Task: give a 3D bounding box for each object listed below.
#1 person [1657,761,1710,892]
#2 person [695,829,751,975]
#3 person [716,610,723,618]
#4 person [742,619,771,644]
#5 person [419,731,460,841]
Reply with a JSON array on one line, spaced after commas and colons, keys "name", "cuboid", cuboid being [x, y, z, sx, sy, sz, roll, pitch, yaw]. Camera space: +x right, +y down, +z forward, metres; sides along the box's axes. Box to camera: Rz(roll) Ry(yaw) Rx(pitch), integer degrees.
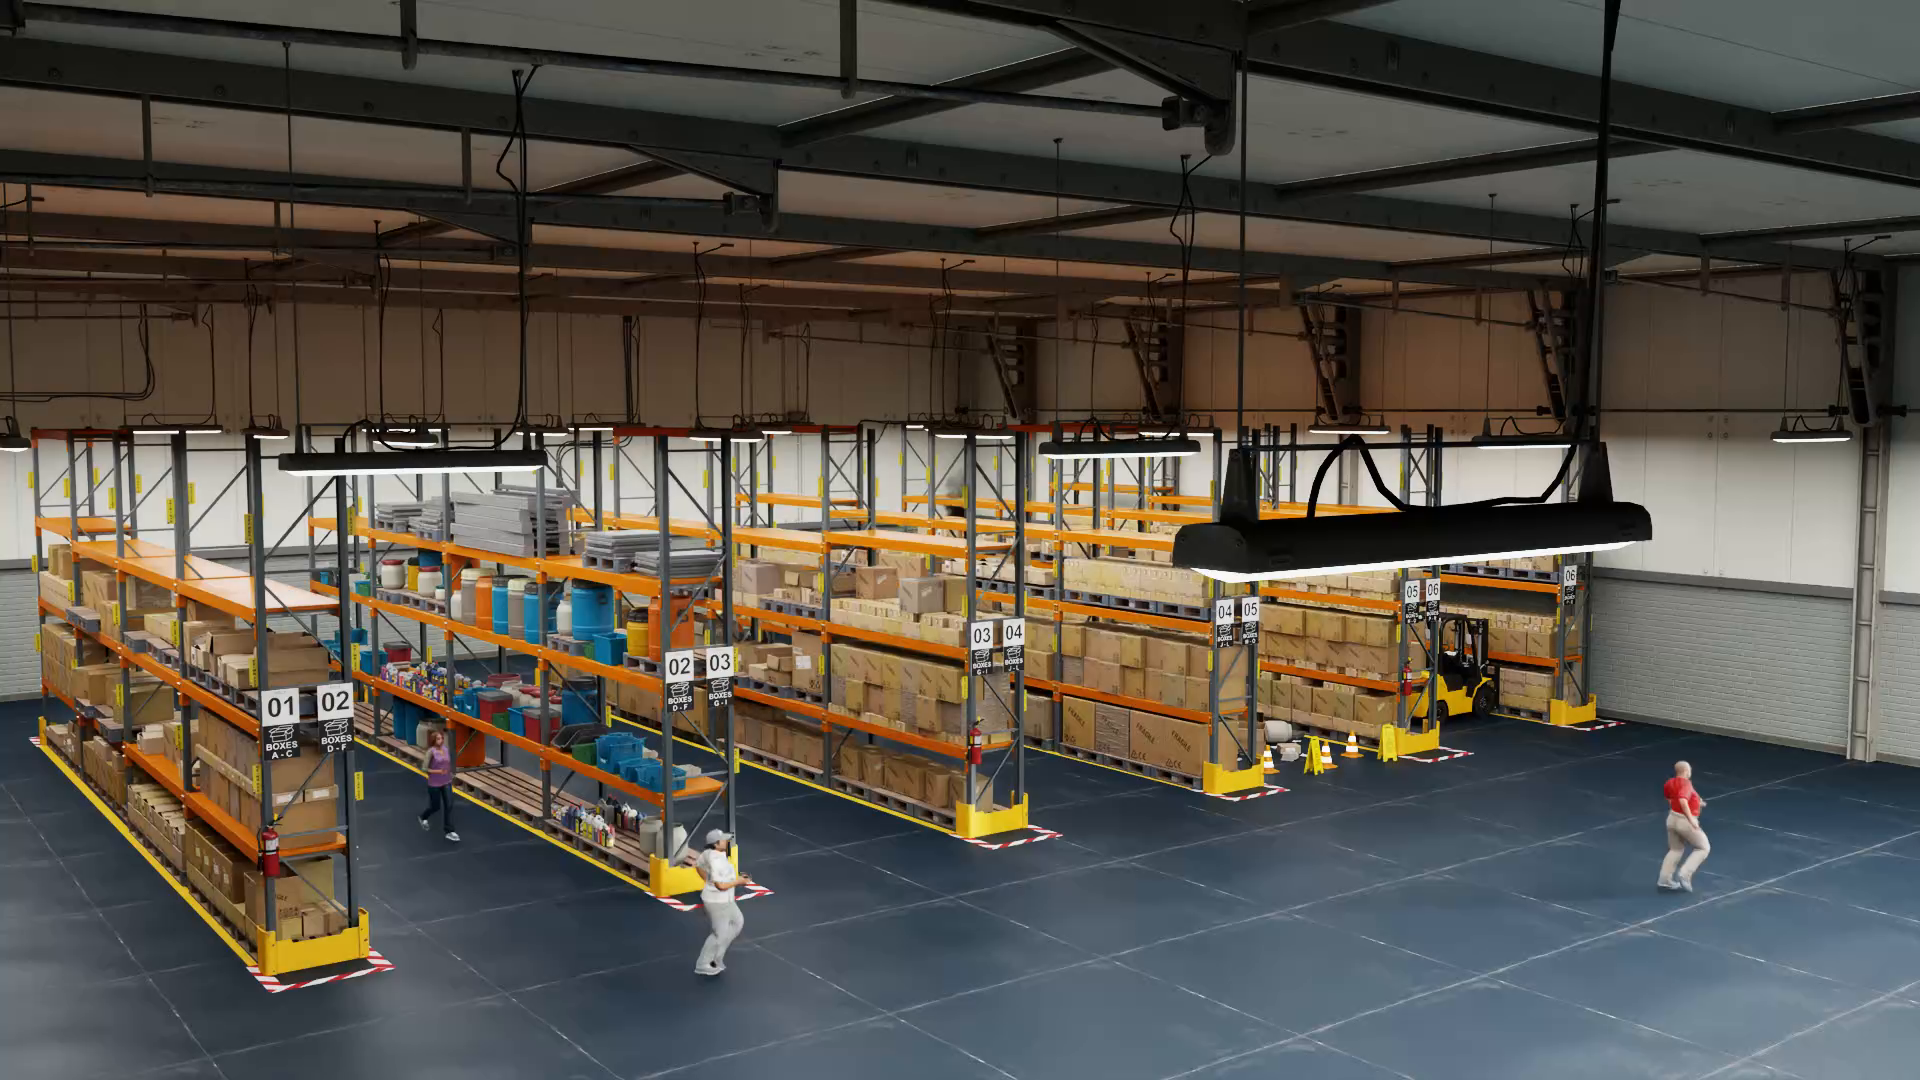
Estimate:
[{"name": "person", "cuboid": [9.552, 3.762, 21.878, 0.675, 1.720, 0.641, -1, 5, -17]}, {"name": "person", "cuboid": [-2.663, 4.051, 18.606, 0.632, 1.668, 0.589, -1, 5, -12]}, {"name": "person", "cuboid": [-6.094, 2.284, 41.000, 0.646, 1.630, 0.856, 4, 6, 42]}, {"name": "person", "cuboid": [-4.445, 2.597, 36.869, 0.671, 1.689, 0.538, -3, 5, -35]}, {"name": "person", "cuboid": [-7.661, 3.599, 24.457, 0.867, 1.568, 0.541, 4, 6, 39]}]
